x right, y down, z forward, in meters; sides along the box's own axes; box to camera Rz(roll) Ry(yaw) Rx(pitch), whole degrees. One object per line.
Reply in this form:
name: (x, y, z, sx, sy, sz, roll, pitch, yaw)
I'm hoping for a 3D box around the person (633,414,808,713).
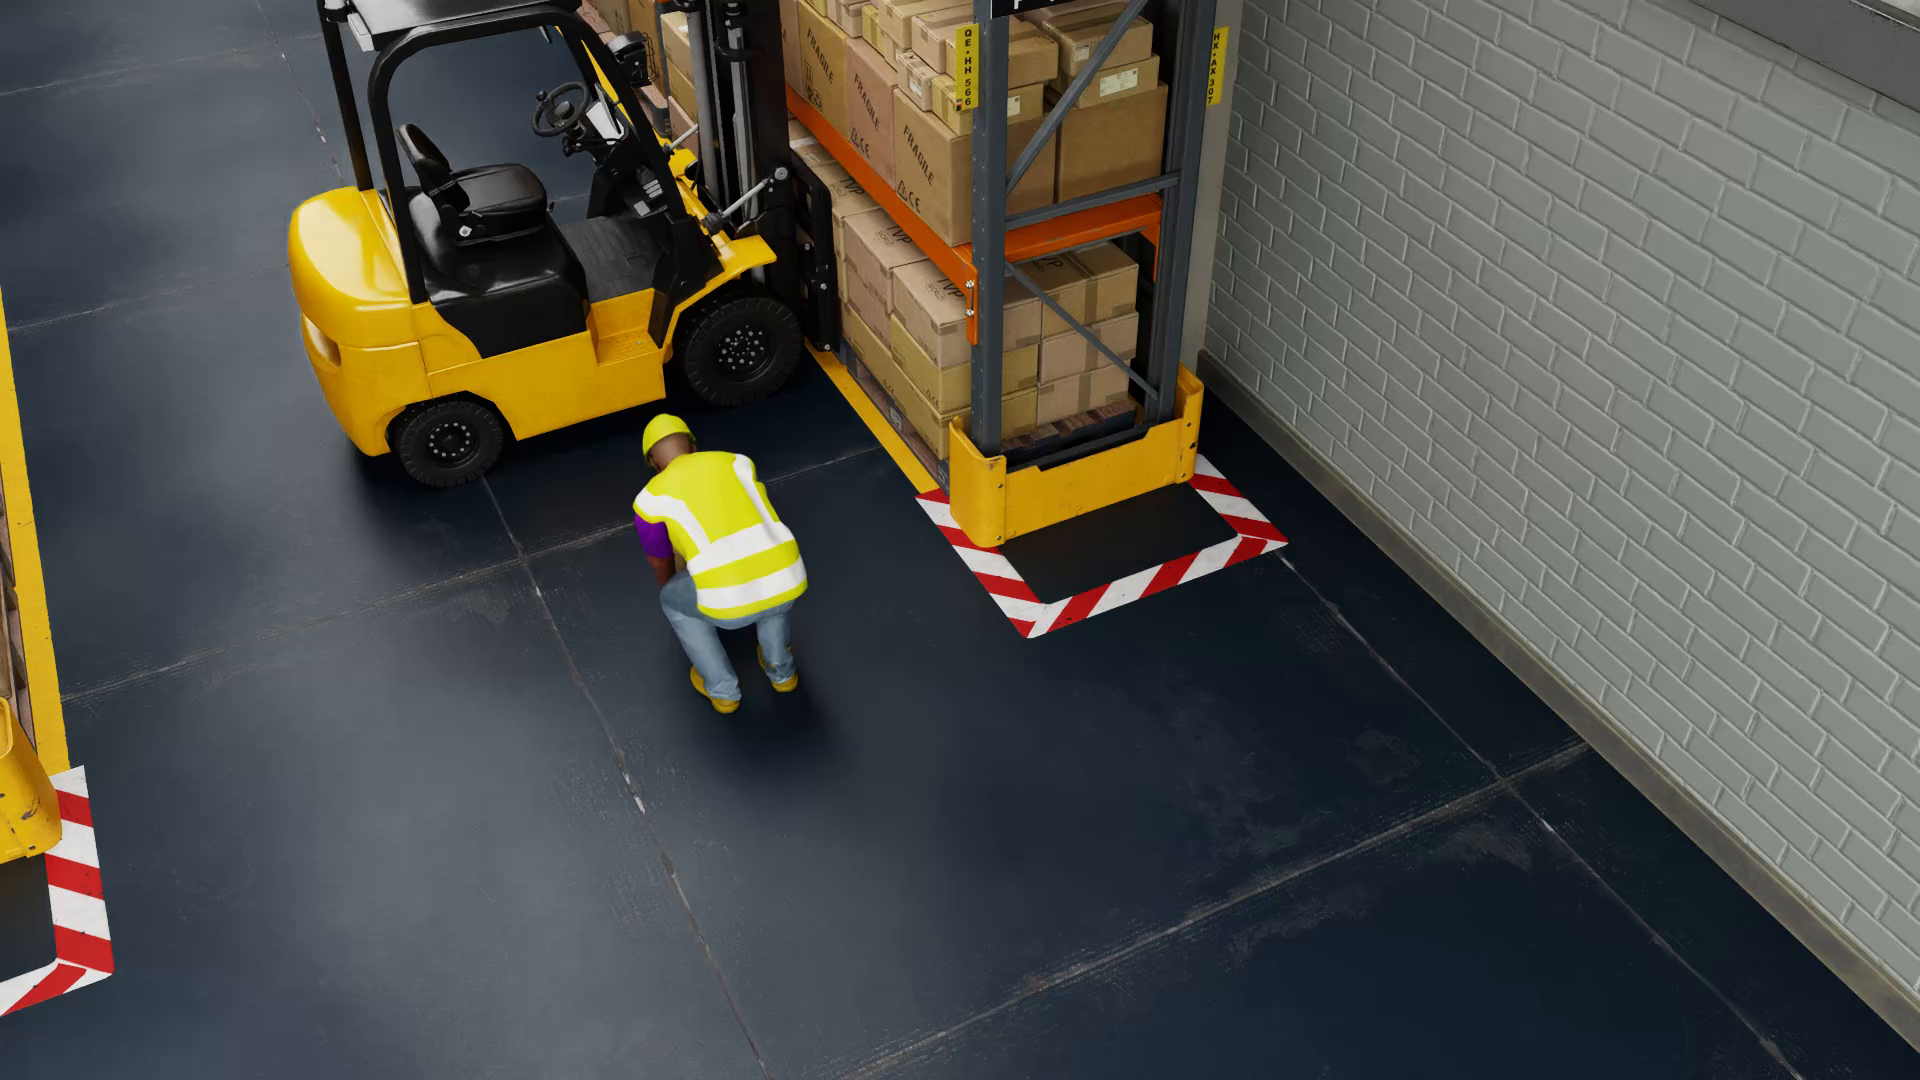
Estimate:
person: (-0.973, 0.111, 6.591, 0.504, 1.009, 0.952, -21, 45, -22)
